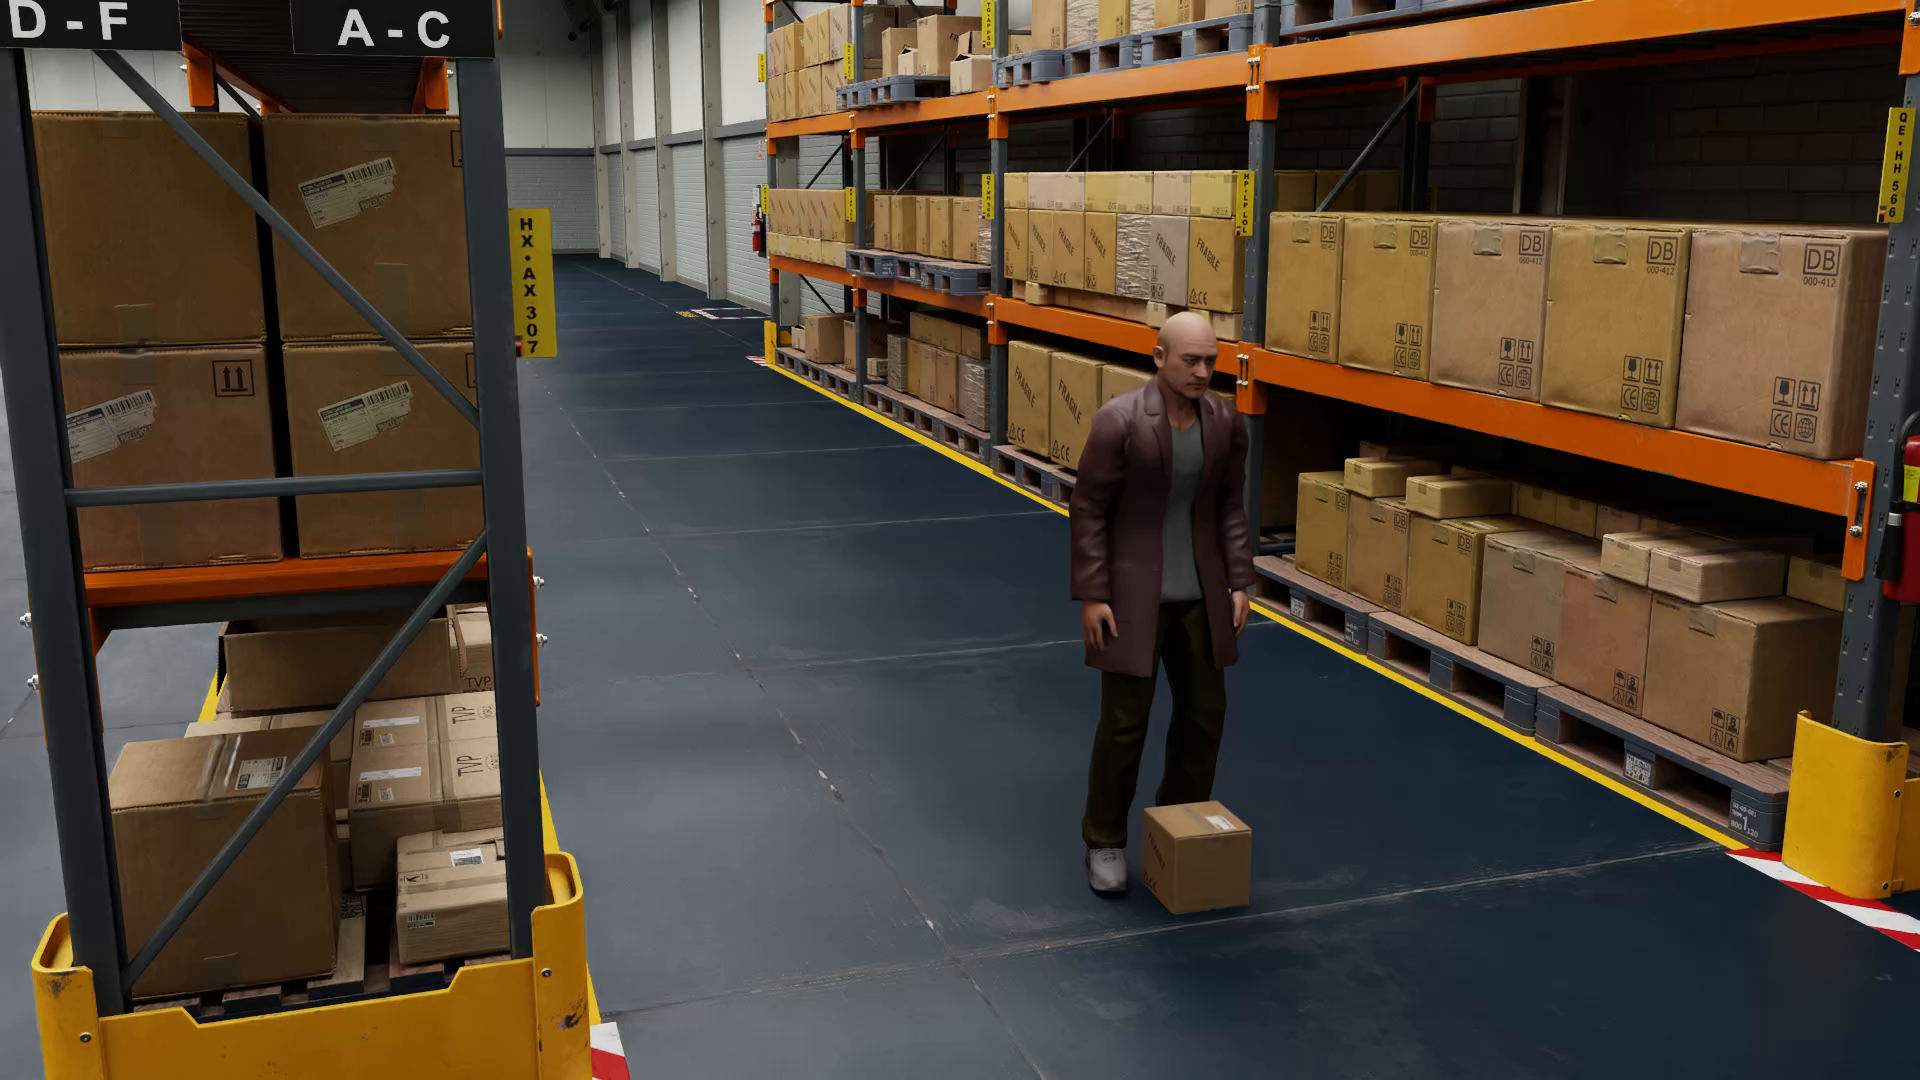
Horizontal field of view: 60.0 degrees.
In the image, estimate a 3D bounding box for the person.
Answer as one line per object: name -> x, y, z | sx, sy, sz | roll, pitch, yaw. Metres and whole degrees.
person -> 0.640, 0.179, 5.178 | 0.638, 1.772, 0.428 | -5, 13, -20
